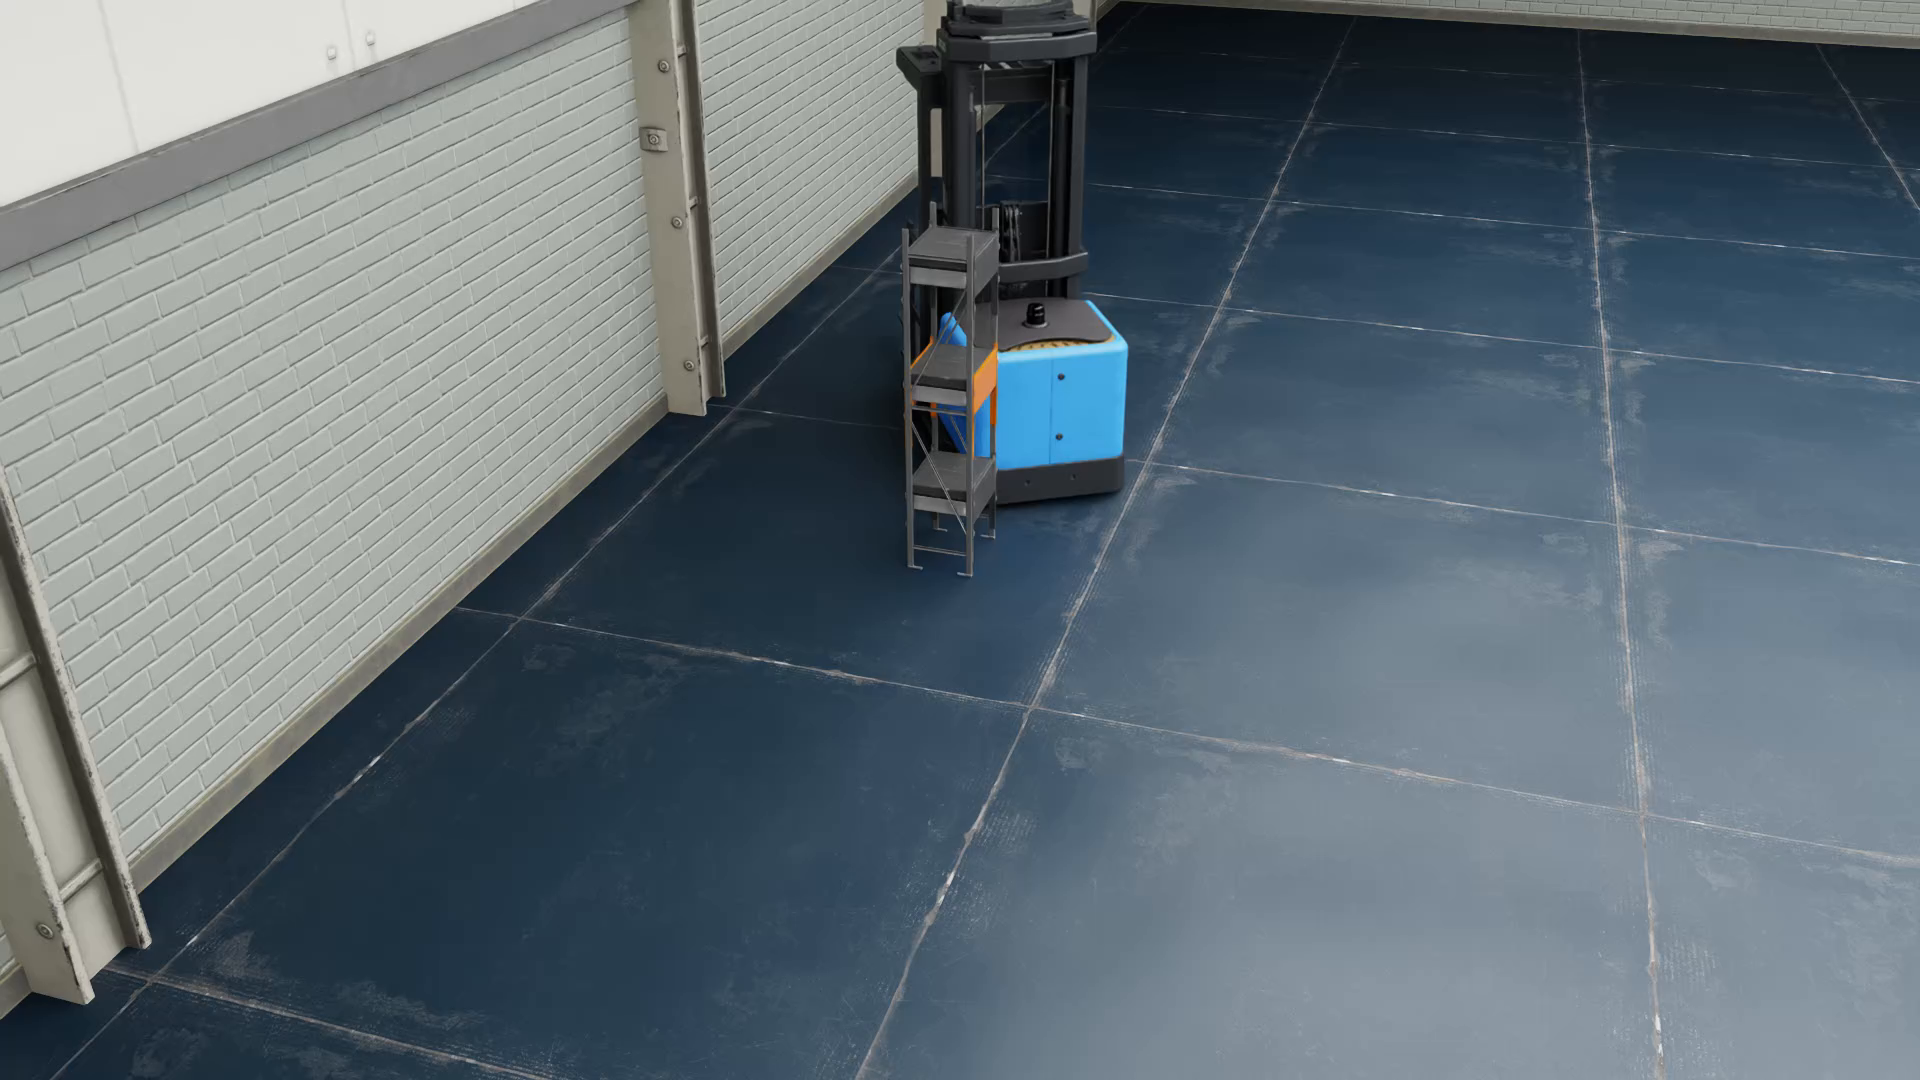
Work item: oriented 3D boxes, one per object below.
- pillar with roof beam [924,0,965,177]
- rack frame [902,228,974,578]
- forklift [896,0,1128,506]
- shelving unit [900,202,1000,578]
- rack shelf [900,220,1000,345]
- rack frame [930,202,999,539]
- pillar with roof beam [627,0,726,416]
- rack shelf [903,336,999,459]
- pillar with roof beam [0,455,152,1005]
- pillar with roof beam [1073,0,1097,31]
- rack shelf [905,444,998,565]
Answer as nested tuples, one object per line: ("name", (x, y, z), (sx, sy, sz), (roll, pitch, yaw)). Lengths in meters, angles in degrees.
("pillar with roof beam", (3.963, -7.101, 13.758), (9.100, 9.000, 0.400), (8, 30, 15))
("rack frame", (-0.120, -0.727, 9.397), (0.400, 2.100, 0.015), (8, 30, 15))
("forklift", (0.207, -2.195, 11.180), (1.130, 2.935, 3.031), (-7, 30, -12))
("shelving unit", (-0.049, -0.841, 9.601), (0.431, 2.100, 0.503), (8, 30, 15))
("rack shelf", (-0.049, -1.440, 9.268), (0.431, 0.518, 0.480), (8, 30, 15))
("rack frame", (0.023, -0.954, 9.805), (0.400, 2.100, 0.015), (8, 30, 15))
("pillar with roof beam", (2.201, -4.313, 8.746), (9.100, 9.000, 0.400), (8, 30, 15))
("rack shelf", (-0.049, -0.829, 9.608), (0.431, 0.518, 0.480), (8, 30, 15))
("pillar with roof beam", (0.440, -1.524, 3.733), (9.100, 9.000, 0.400), (8, 30, 15))
("pillar with roof beam", (5.724, -9.889, 18.770), (9.100, 9.000, 0.400), (8, 30, 15))
("rack shelf", (-0.049, -0.217, 9.948), (0.431, 0.518, 0.480), (8, 30, 15))
